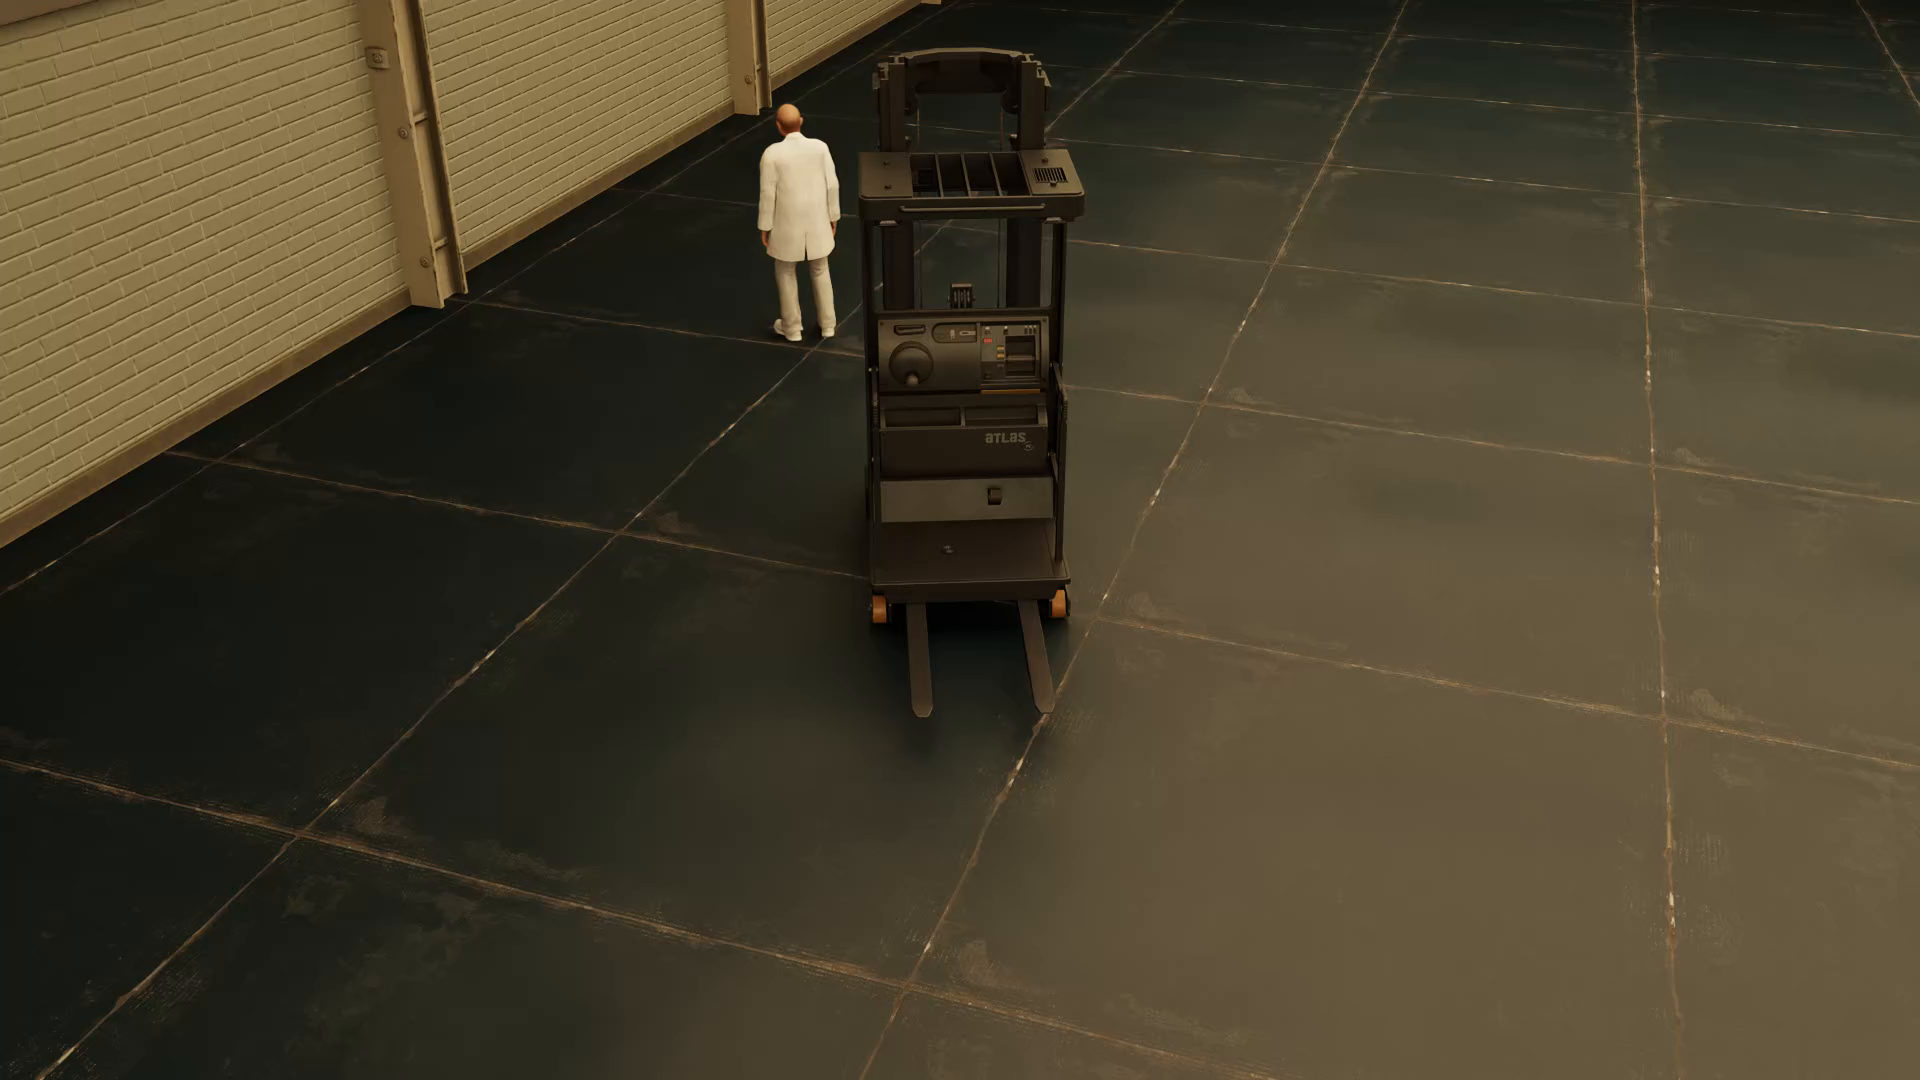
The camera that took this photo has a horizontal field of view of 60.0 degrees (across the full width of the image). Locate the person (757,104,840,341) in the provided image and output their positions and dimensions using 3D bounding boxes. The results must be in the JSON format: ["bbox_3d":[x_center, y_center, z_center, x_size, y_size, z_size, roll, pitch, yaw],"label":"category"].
[{"bbox_3d":[-1.211,-2.371,12.467,0.643,1.772,0.436,-11,32,-19],"label":"person"}]

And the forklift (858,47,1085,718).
[{"bbox_3d":[0.035,-0.972,8.842,1.130,2.935,3.031,-2,30,-3],"label":"forklift"}]
